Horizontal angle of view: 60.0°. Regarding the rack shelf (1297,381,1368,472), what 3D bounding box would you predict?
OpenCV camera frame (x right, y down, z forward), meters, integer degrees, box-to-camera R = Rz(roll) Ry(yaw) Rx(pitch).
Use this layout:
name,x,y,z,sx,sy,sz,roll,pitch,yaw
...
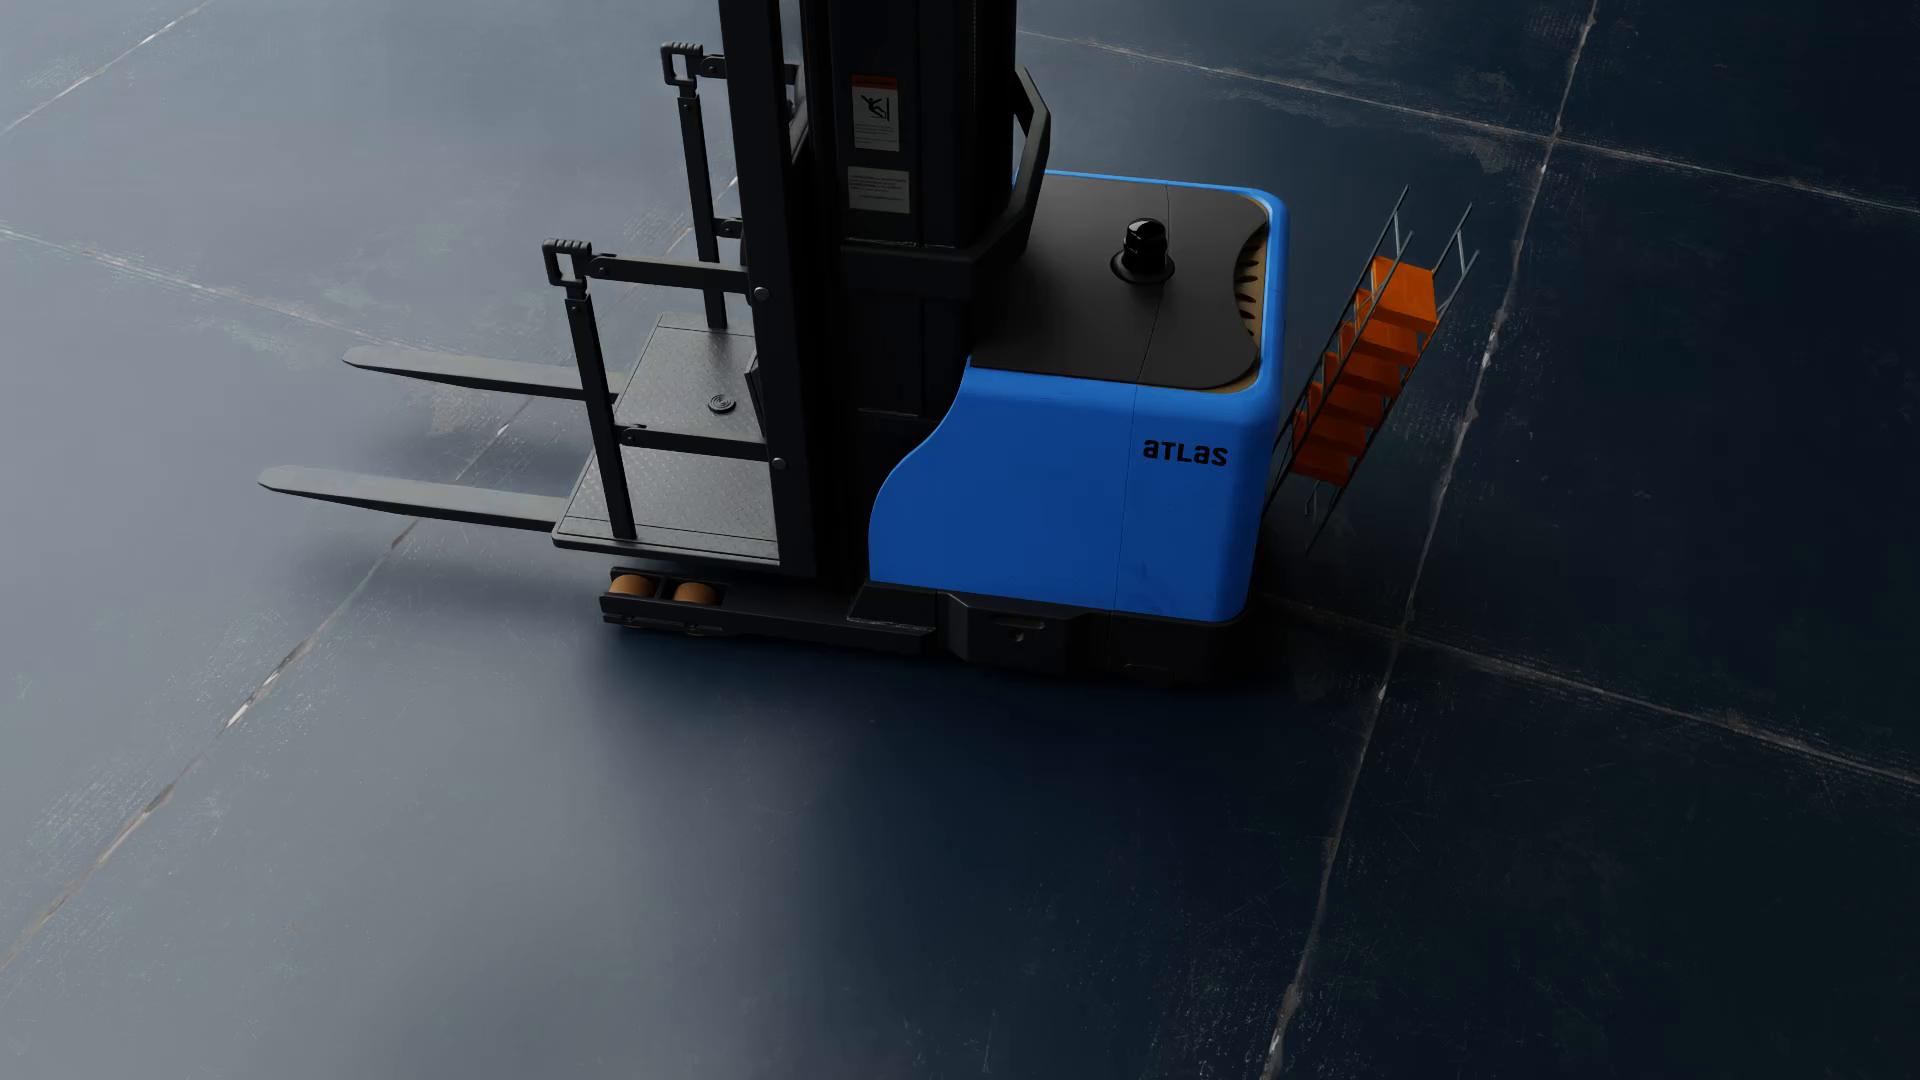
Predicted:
name,x,y,z,sx,sy,sz,roll,pitch,yaw
rack shelf,1.109,-0.346,4.965,0.180,0.103,0.258,15,45,-4

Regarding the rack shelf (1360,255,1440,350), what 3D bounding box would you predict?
name,x,y,z,sx,sy,sz,roll,pitch,yaw
rack shelf,1.219,-0.666,4.624,0.180,0.103,0.258,15,45,-4

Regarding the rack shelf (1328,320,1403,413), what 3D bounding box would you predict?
name,x,y,z,sx,sy,sz,roll,pitch,yaw
rack shelf,1.164,-0.506,4.795,0.180,0.103,0.258,15,45,-4

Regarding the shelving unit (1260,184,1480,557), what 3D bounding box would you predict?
name,x,y,z,sx,sy,sz,roll,pitch,yaw
shelving unit,1.147,-0.455,4.848,0.189,1.200,0.258,15,45,-4

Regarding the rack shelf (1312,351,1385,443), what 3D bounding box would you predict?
name,x,y,z,sx,sy,sz,roll,pitch,yaw
rack shelf,1.137,-0.426,4.880,0.180,0.103,0.258,15,45,-4

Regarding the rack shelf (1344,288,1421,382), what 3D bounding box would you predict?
name,x,y,z,sx,sy,sz,roll,pitch,yaw
rack shelf,1.192,-0.586,4.710,0.180,0.103,0.258,15,45,-4

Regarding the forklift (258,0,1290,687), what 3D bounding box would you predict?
name,x,y,z,sx,sy,sz,roll,pitch,yaw
forklift,-0.615,-1.112,4.290,3.031,2.935,1.130,7,45,7

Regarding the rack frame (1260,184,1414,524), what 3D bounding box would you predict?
name,x,y,z,sx,sy,sz,roll,pitch,yaw
rack frame,1.059,-0.479,4.842,0.006,1.200,0.240,15,45,-4

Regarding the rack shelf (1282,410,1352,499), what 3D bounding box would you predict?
name,x,y,z,sx,sy,sz,roll,pitch,yaw
rack shelf,1.082,-0.266,5.050,0.180,0.103,0.258,15,45,-4

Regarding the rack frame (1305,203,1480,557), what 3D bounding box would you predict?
name,x,y,z,sx,sy,sz,roll,pitch,yaw
rack frame,1.235,-0.432,4.854,0.006,1.200,0.240,15,45,-4
